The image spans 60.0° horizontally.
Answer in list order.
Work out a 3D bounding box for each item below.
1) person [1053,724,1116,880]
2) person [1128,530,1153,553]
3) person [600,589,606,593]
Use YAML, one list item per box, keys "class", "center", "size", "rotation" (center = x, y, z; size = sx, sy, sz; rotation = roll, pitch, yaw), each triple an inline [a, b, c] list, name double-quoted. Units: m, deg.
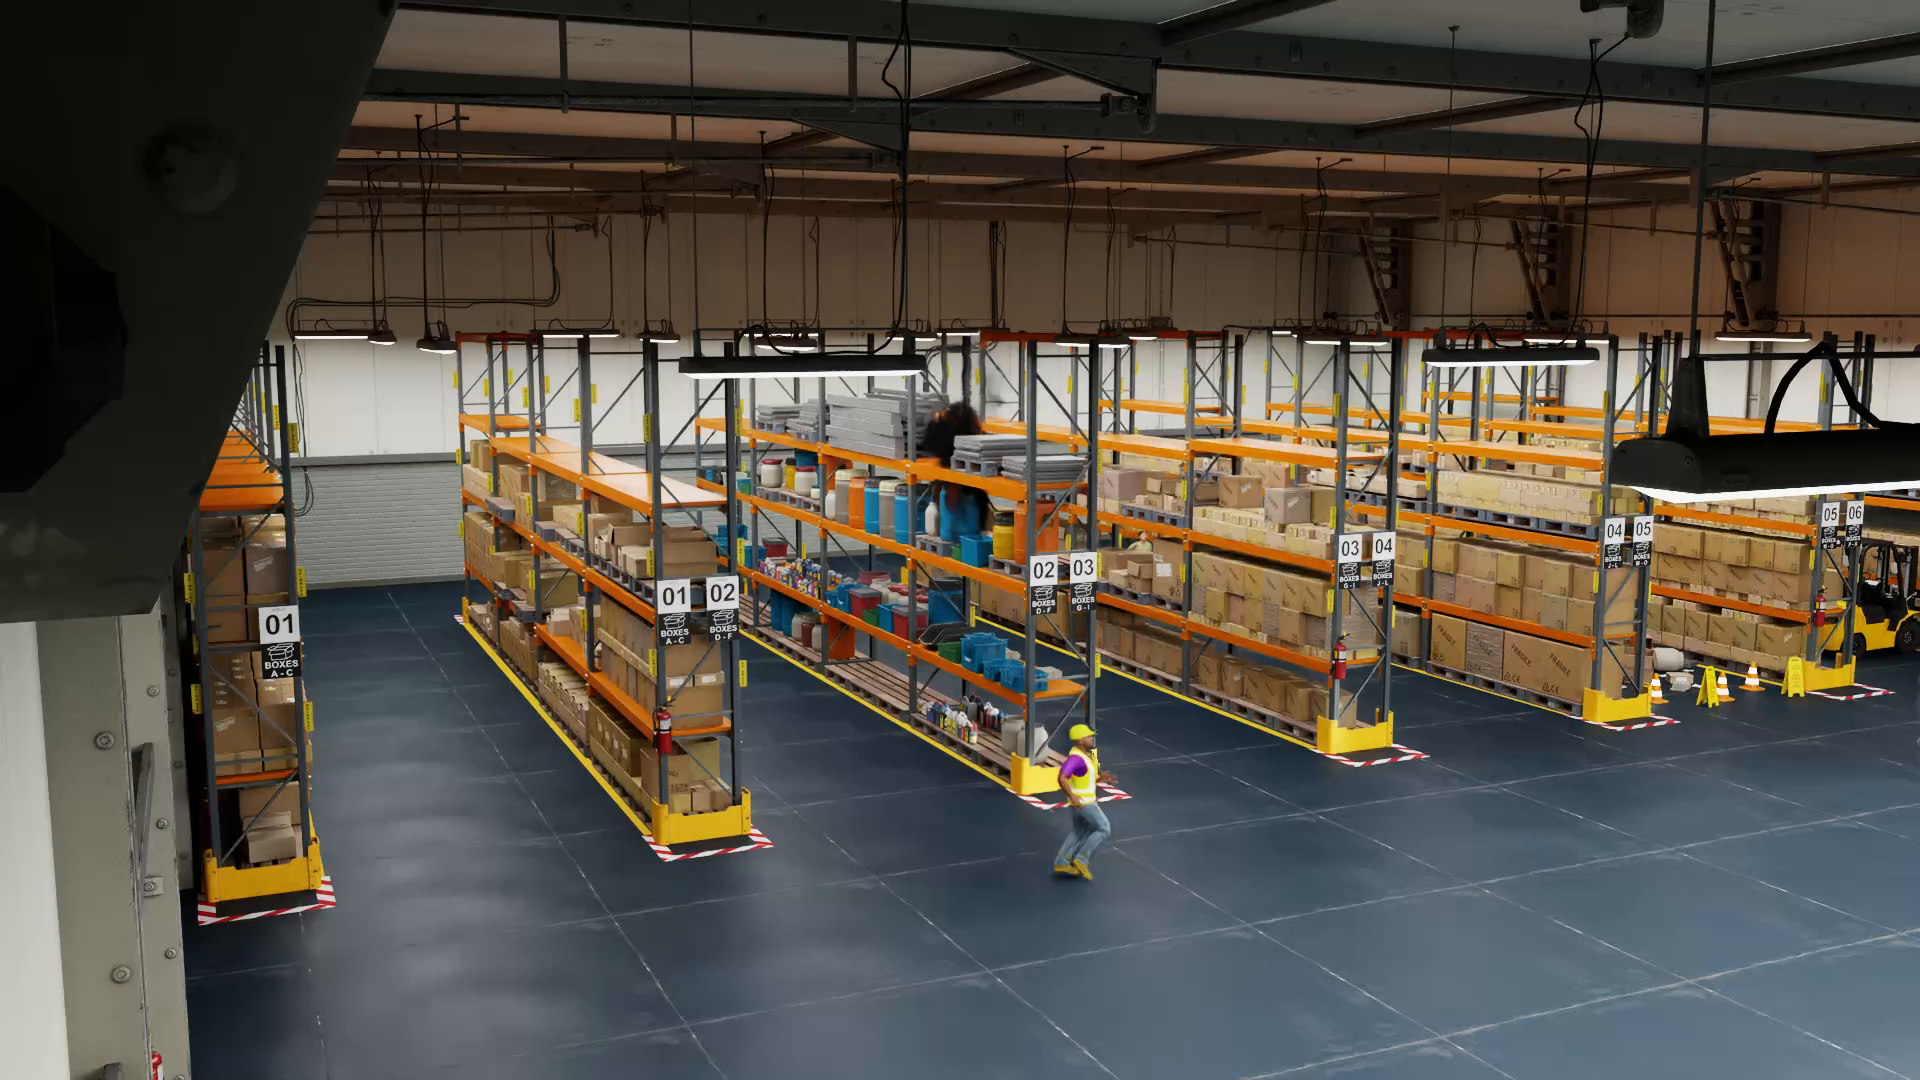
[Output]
- class: "person"
  center: [1.407, 2.946, 18.727]
  size: [0.697, 1.765, 0.676]
  rotation: [0, 8, 1]
- class: "person"
  center: [3.988, 0.627, 36.256]
  size: [0.558, 1.705, 0.652]
  rotation: [-4, 9, -26]
- class: "person"
  center: [-6.912, 1.050, 33.274]
  size: [0.605, 1.598, 0.558]
  rotation: [-6, 10, -36]
